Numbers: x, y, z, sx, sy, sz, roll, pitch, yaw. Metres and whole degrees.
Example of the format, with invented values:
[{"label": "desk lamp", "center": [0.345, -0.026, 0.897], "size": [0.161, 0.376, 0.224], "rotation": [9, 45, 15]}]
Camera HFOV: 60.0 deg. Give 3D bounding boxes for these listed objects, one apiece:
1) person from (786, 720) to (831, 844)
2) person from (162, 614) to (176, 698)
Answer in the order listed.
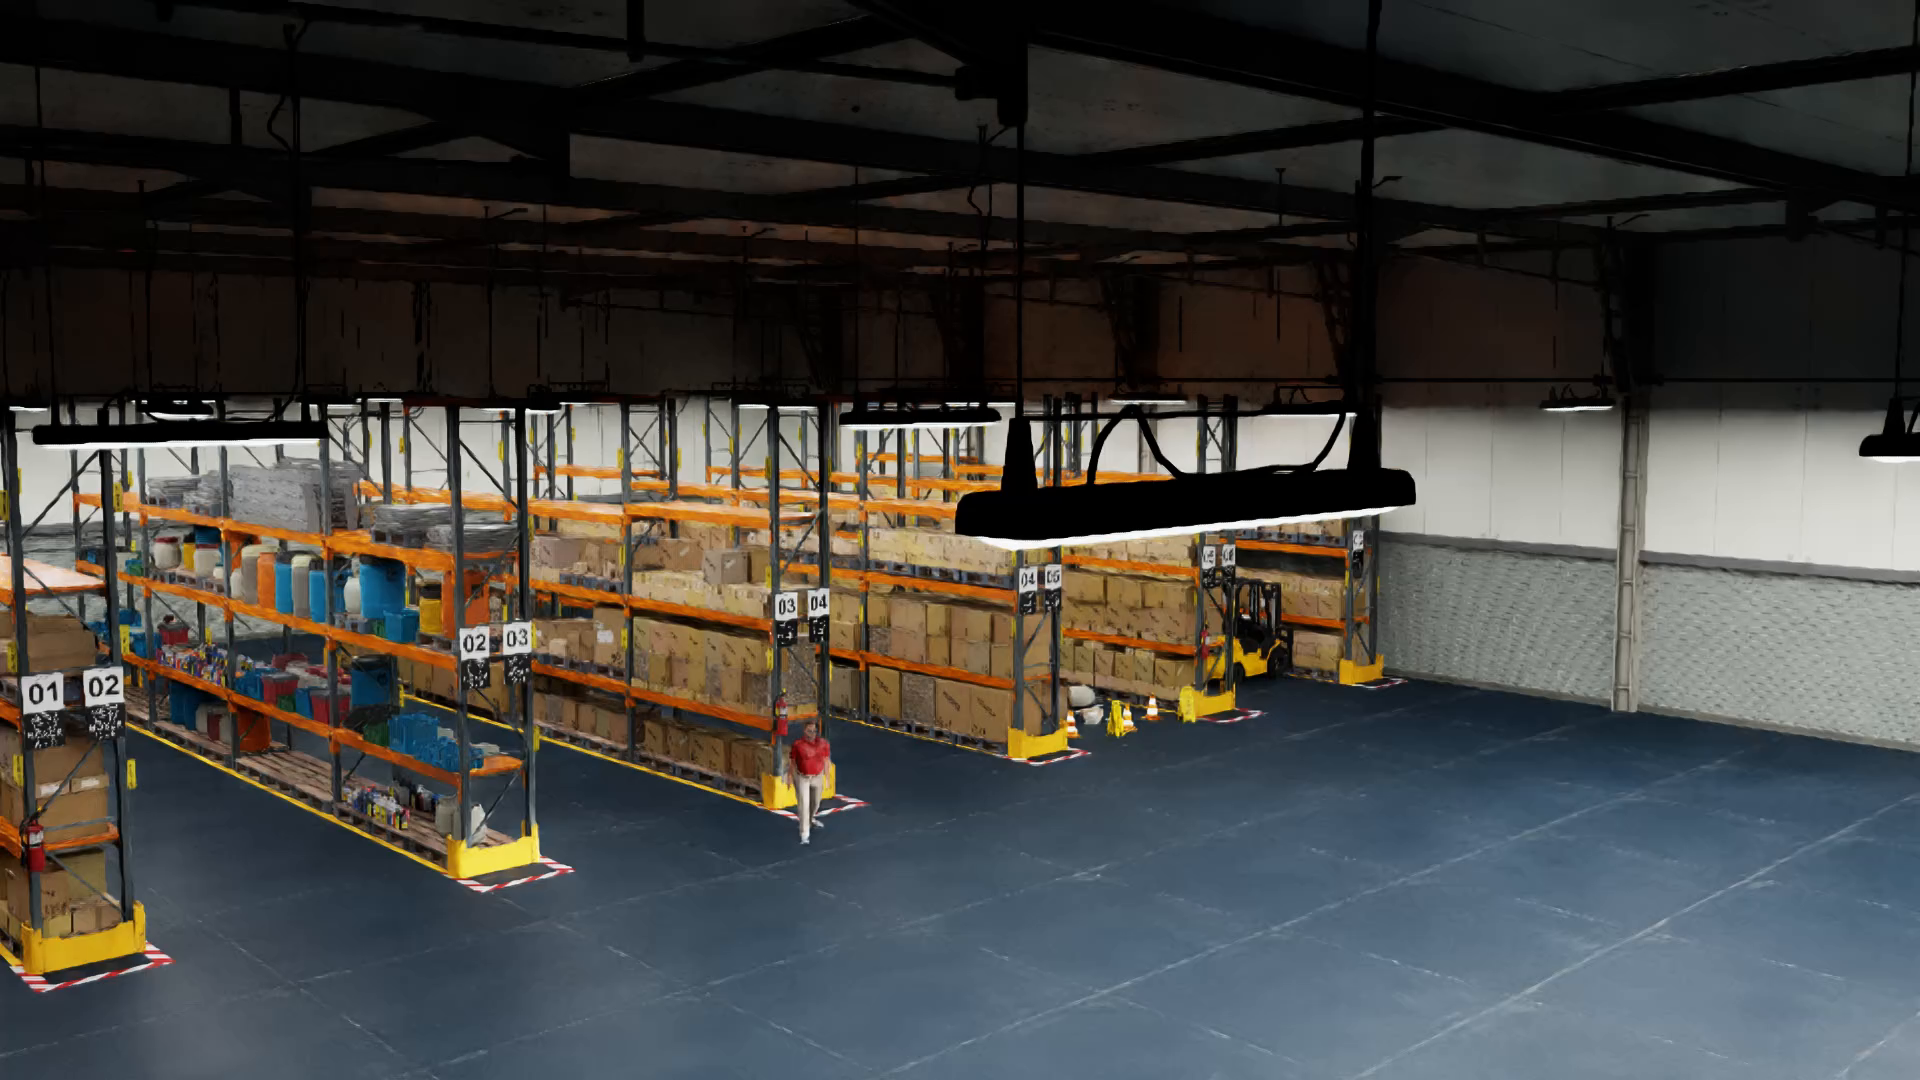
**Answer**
[{"label": "person", "center": [-2.082, 3.282, 22.951], "size": [0.584, 1.665, 0.974], "rotation": [-2, 6, -22]}, {"label": "person", "center": [-15.638, 2.300, 32.991], "size": [0.410, 1.676, 0.609], "rotation": [-2, 6, -21]}]
